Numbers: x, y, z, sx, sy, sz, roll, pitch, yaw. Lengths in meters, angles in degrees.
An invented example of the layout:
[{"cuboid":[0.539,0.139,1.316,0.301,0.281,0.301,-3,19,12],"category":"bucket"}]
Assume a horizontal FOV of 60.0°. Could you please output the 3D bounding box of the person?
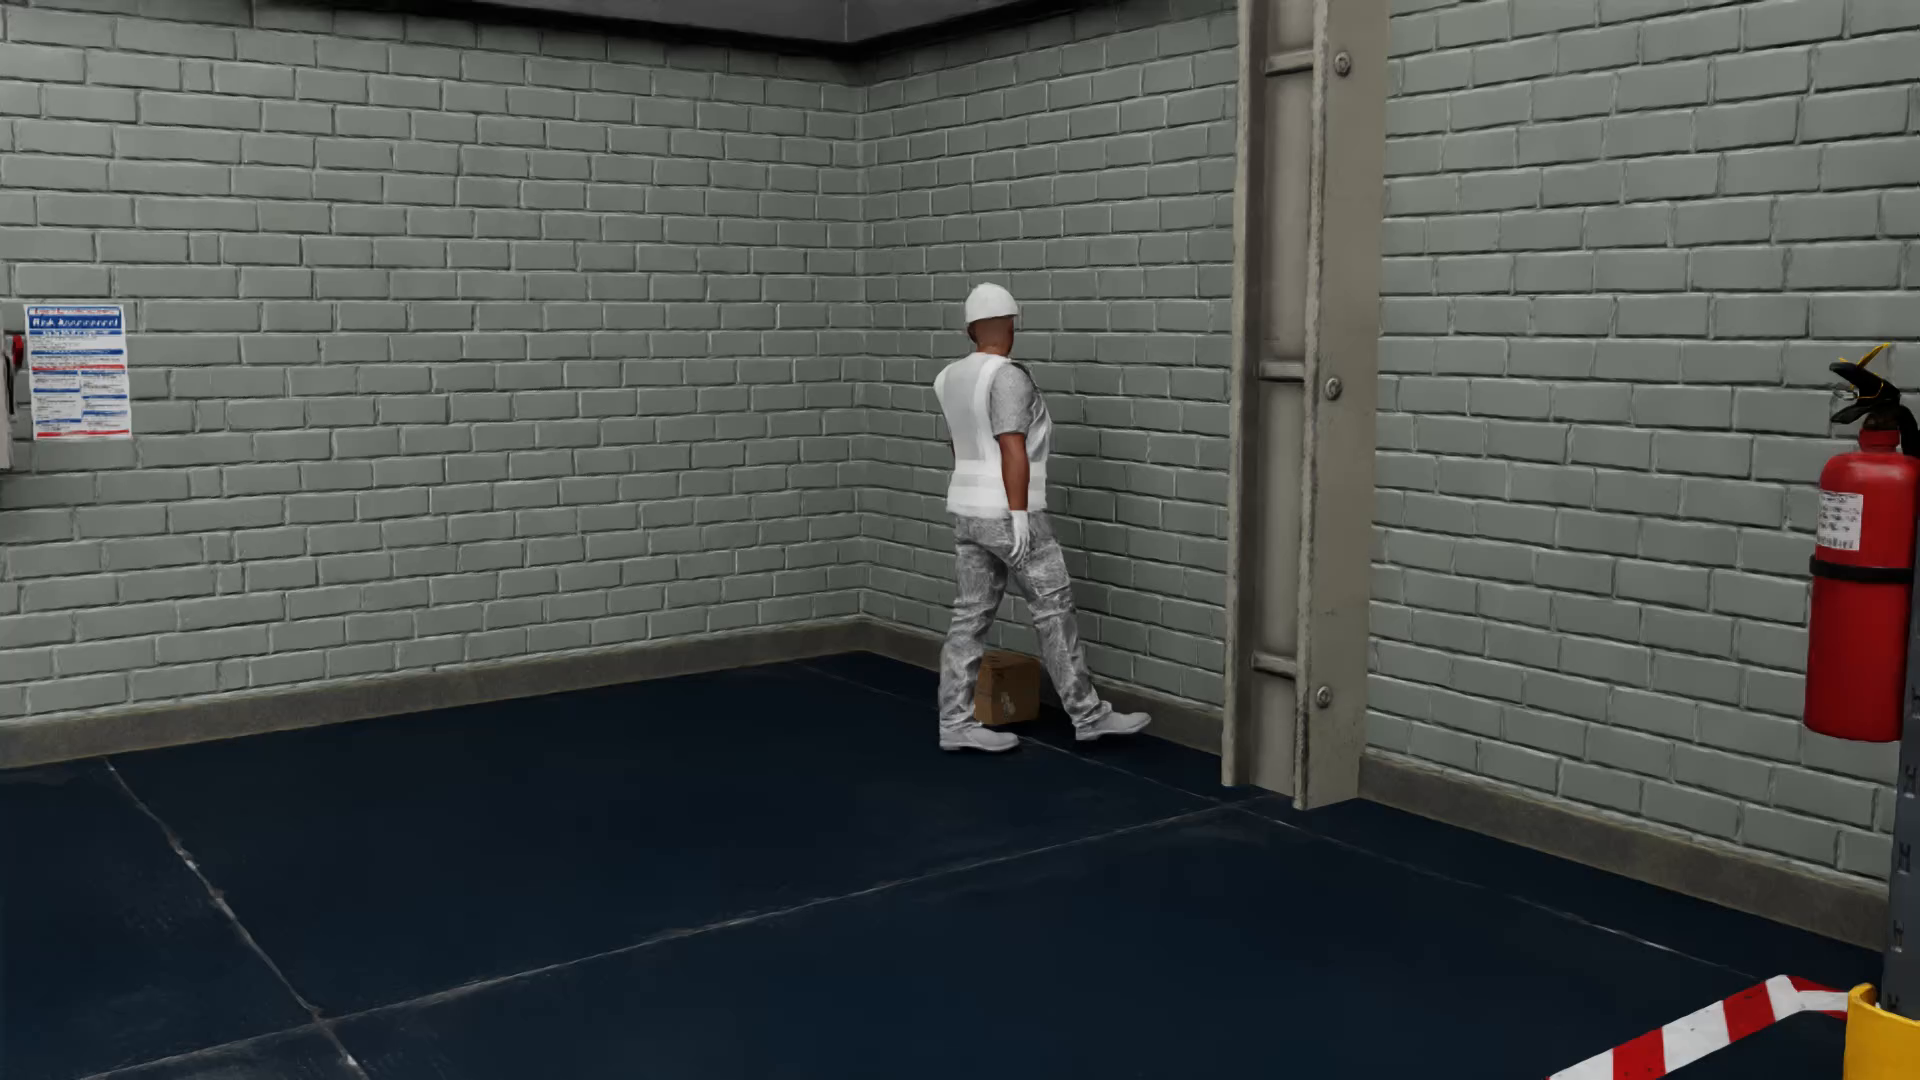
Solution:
[{"cuboid":[0.270,-0.091,6.375,0.754,1.763,0.658,-4,9,-30],"category":"person"}]
